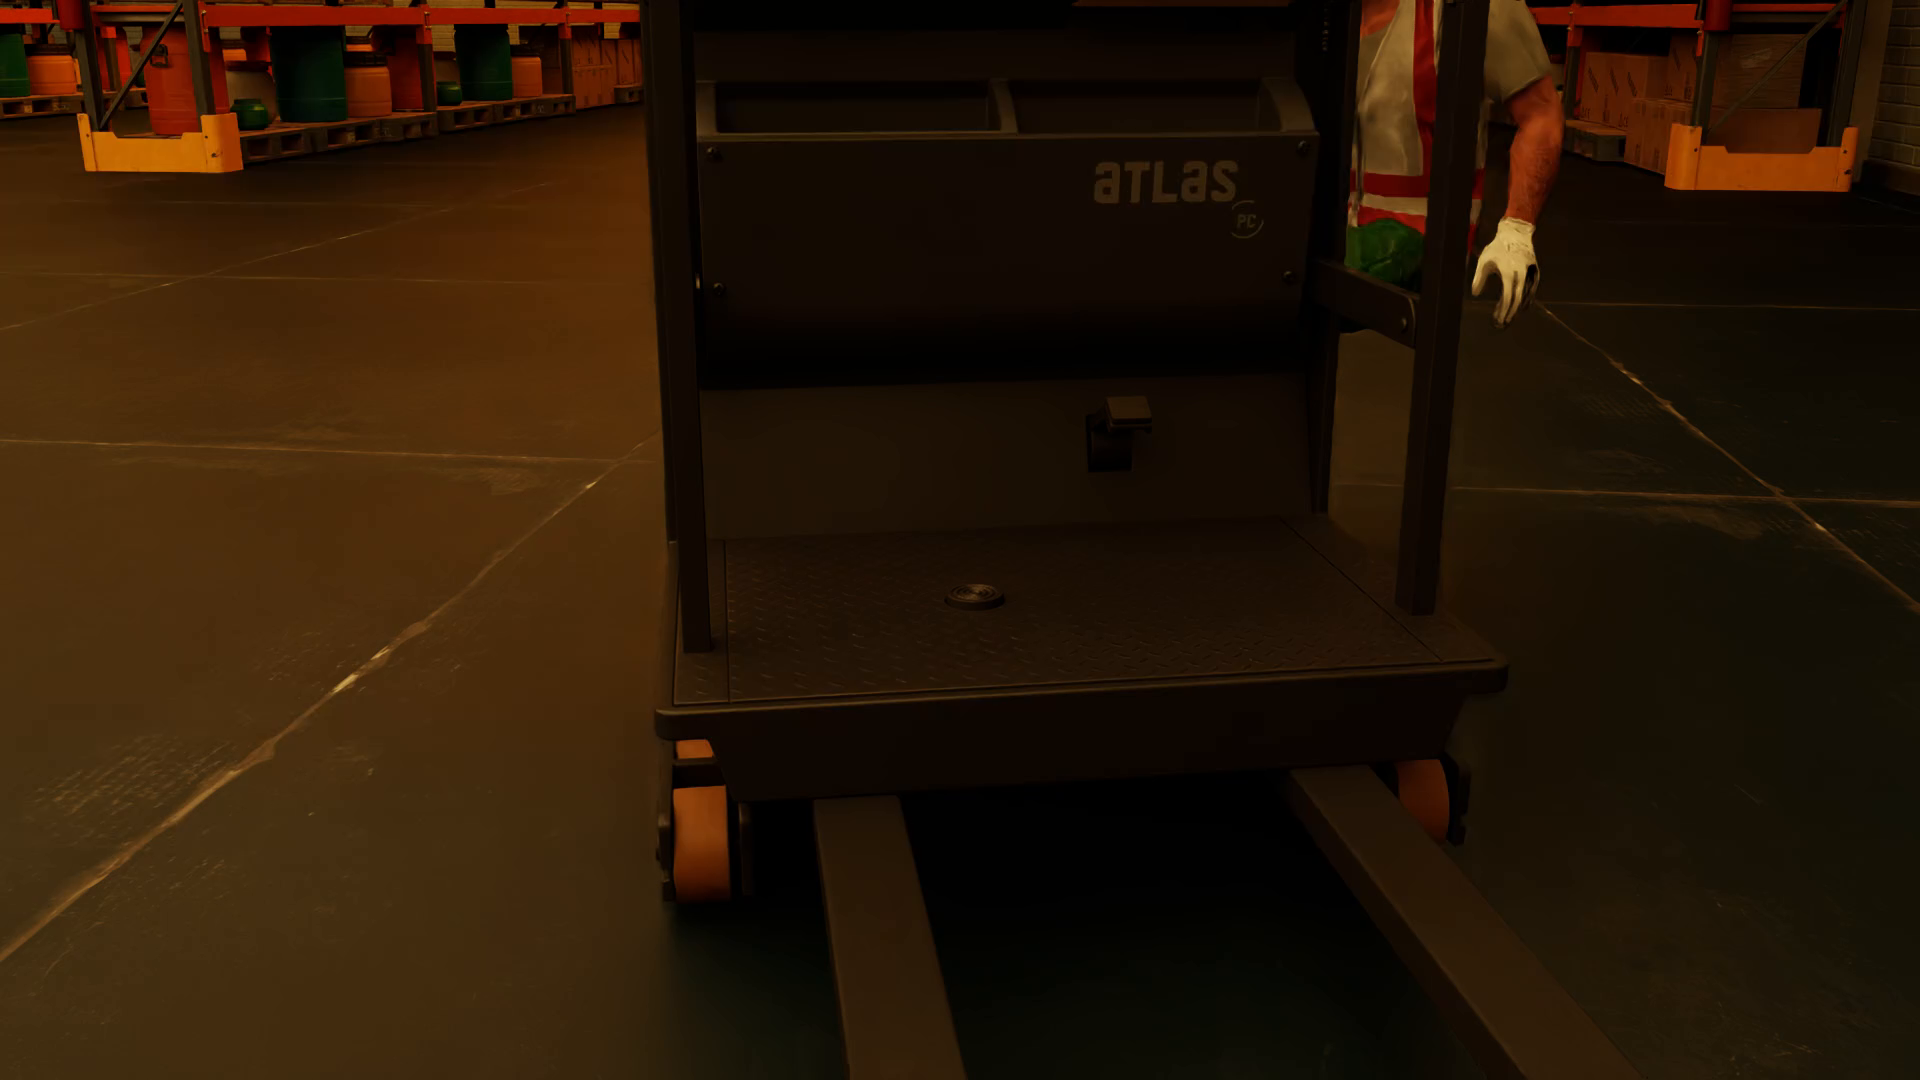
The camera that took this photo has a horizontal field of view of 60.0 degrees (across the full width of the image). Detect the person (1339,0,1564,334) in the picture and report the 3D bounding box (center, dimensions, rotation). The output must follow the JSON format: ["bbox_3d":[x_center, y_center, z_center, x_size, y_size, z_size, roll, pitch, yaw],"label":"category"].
[{"bbox_3d":[0.706,-0.599,3.351,0.800,1.545,0.935,13,22,36],"label":"person"}]

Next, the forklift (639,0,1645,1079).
[{"bbox_3d":[0.105,-1.015,2.169,1.130,2.935,3.031,-2,18,-8],"label":"forklift"}]
